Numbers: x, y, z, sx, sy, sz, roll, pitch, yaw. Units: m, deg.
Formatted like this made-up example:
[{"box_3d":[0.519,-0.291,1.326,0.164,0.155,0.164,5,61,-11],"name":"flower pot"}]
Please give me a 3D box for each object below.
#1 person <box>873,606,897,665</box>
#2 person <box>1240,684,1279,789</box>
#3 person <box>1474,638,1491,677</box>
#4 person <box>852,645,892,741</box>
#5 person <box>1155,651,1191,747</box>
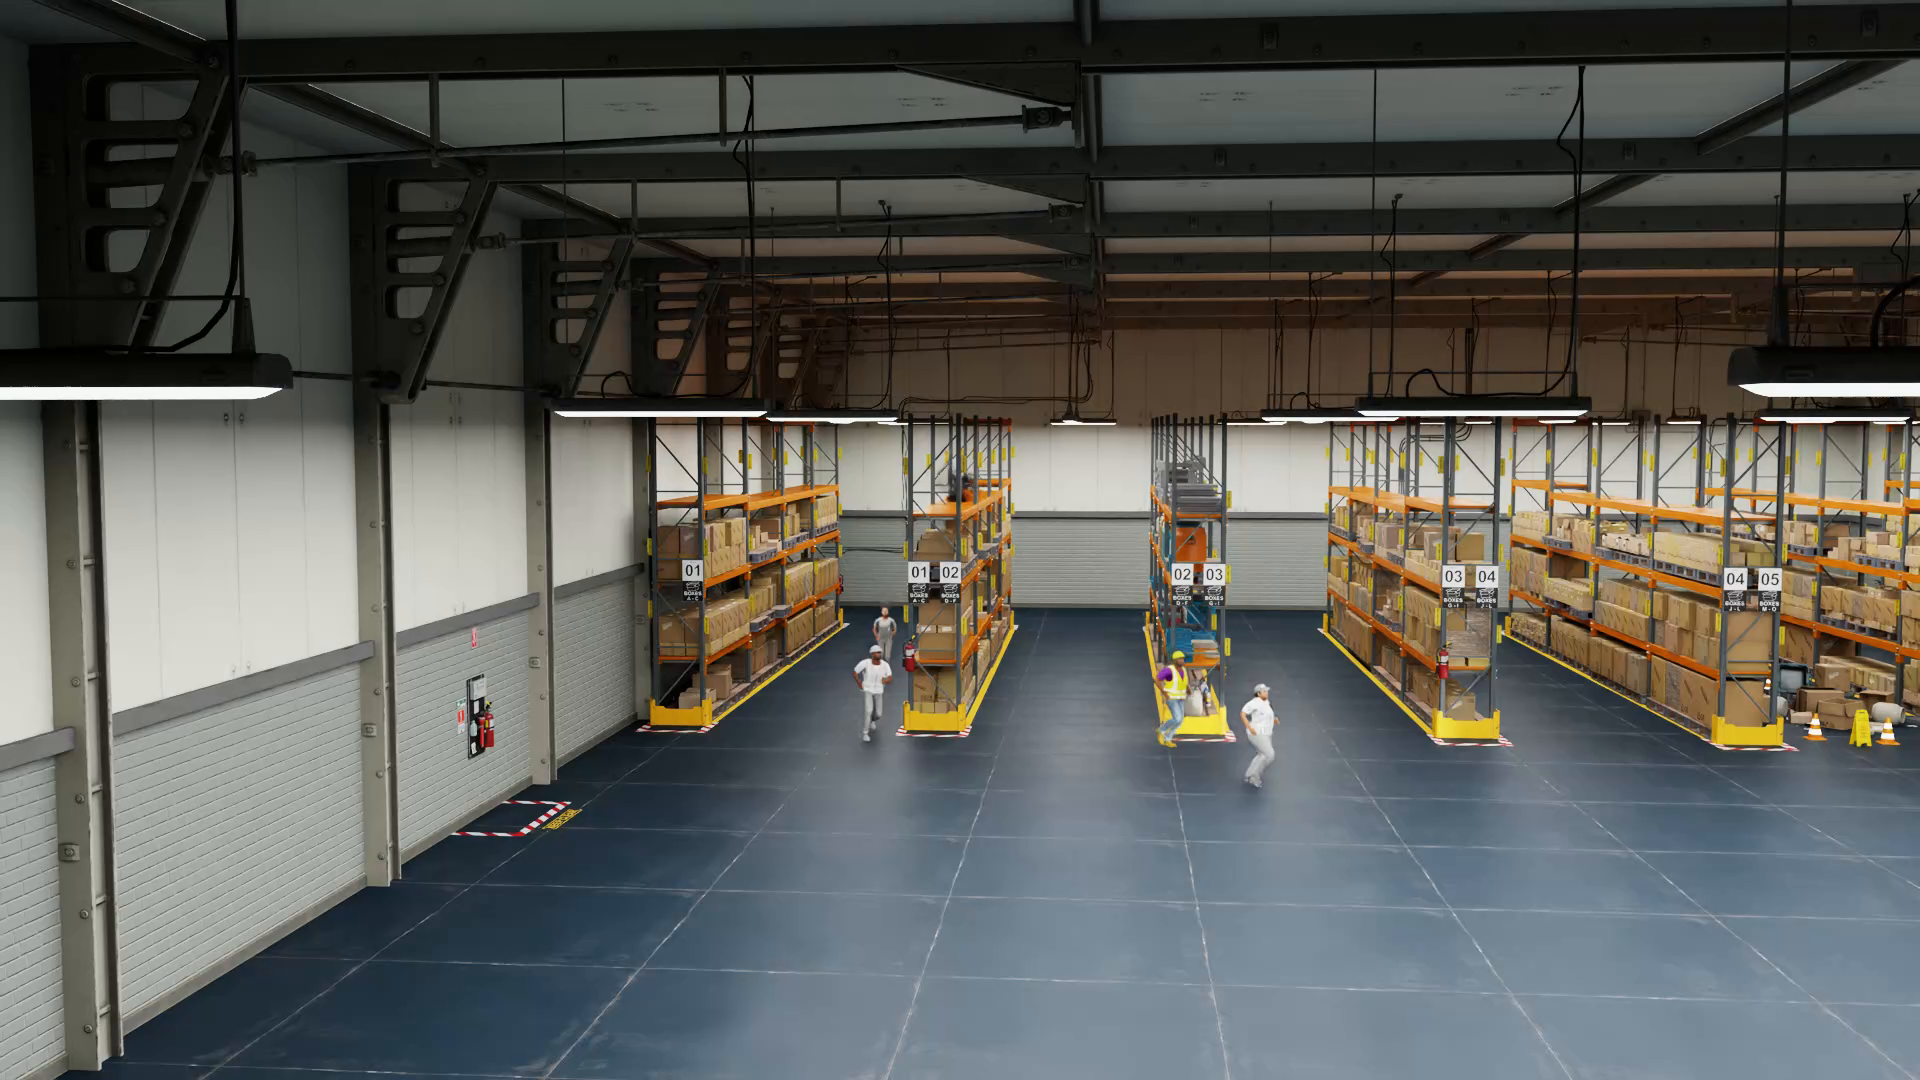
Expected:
[{"box_3d":[-1.710,2.318,37.918,0.560,1.622,0.578,0,4,-1],"name":"person"},{"box_3d":[4.802,3.115,26.502,0.593,1.663,0.663,3,5,37],"name":"person"},{"box_3d":[11.912,2.338,37.811,0.636,1.651,0.767,0,4,6],"name":"person"},{"box_3d":[-1.598,2.811,30.843,0.733,1.723,0.819,-1,4,-21],"name":"person"},{"box_3d":[3.888,2.852,29.870,0.710,1.711,0.519,-3,5,-39],"name":"person"}]
